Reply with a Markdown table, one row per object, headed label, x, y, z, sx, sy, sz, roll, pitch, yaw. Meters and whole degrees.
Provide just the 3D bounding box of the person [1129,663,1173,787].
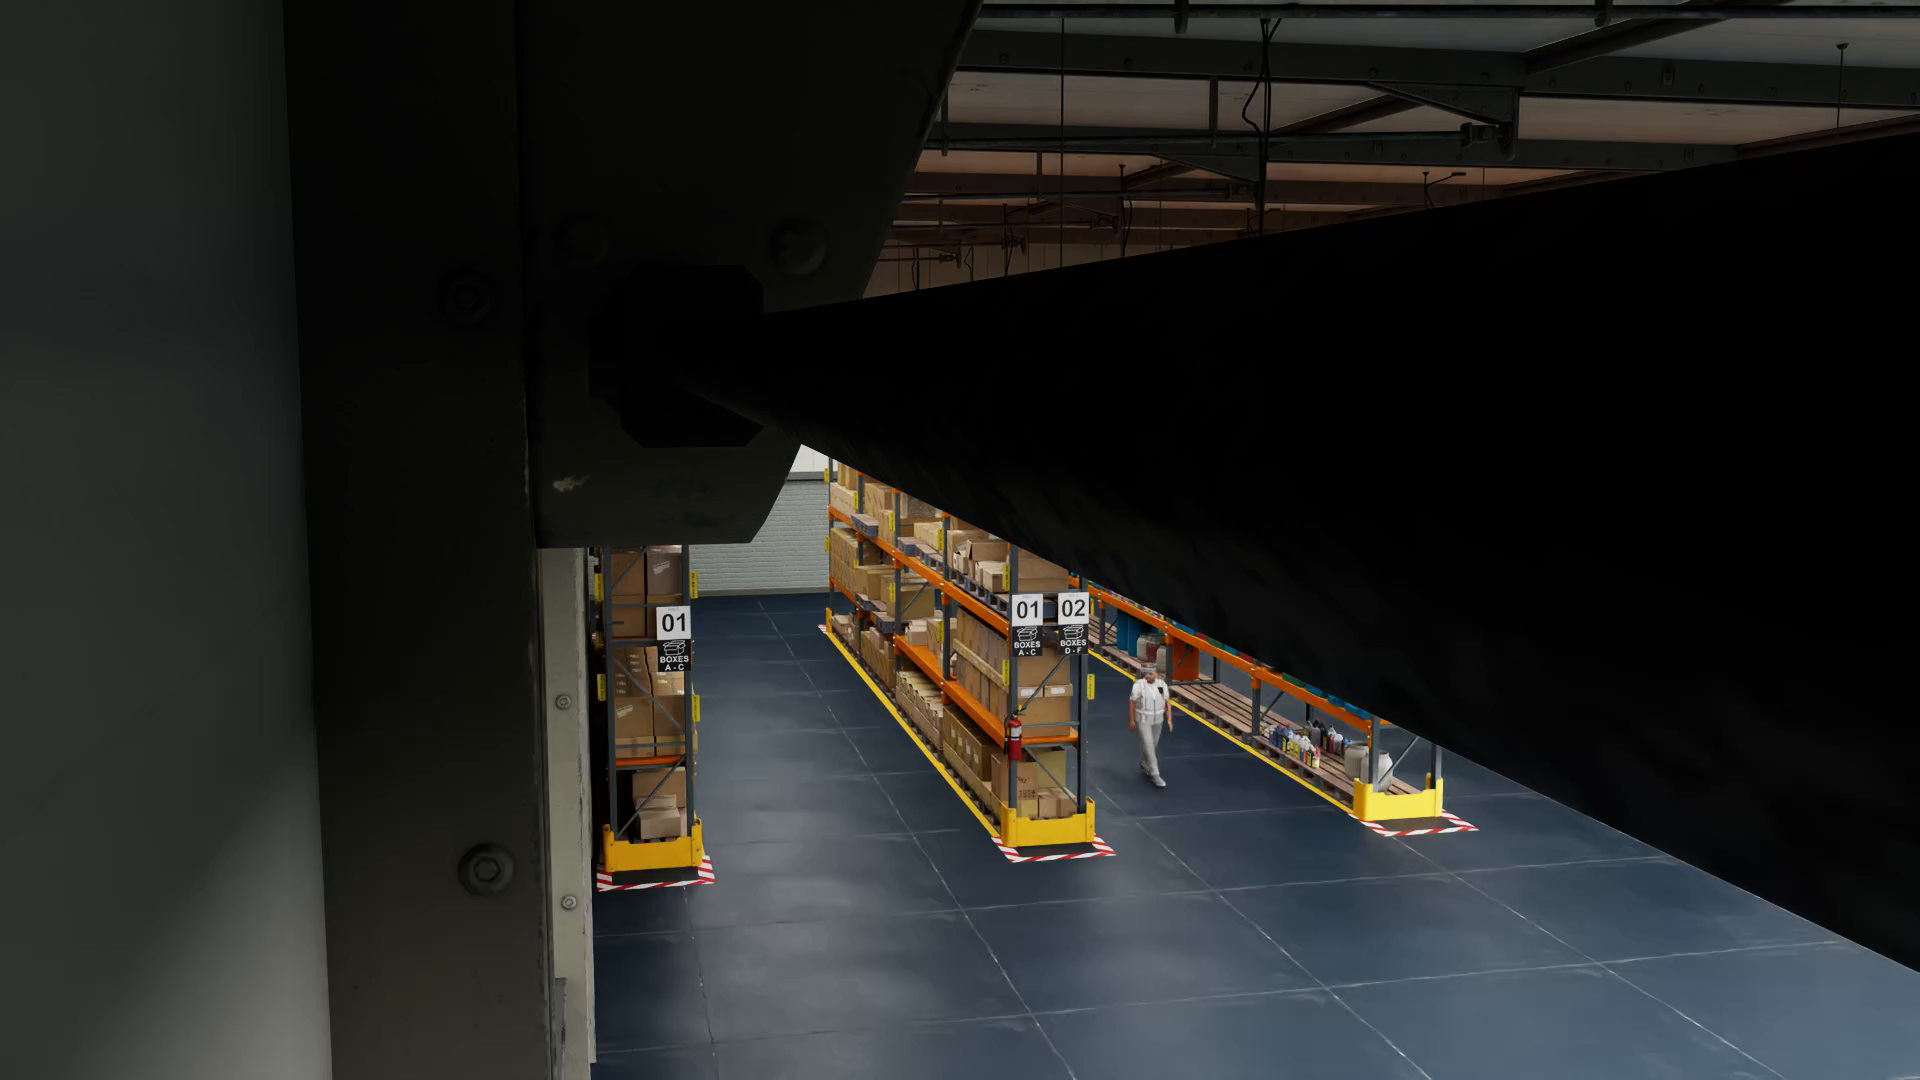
| label | x | y | z | sx | sy | sz | roll | pitch | yaw |
| --- | --- | --- | --- | --- | --- | --- | --- | --- | --- |
| person | 2.776 | 2.613 | 23.978 | 0.563 | 1.715 | 0.971 | -2 | 7 | -19 |
